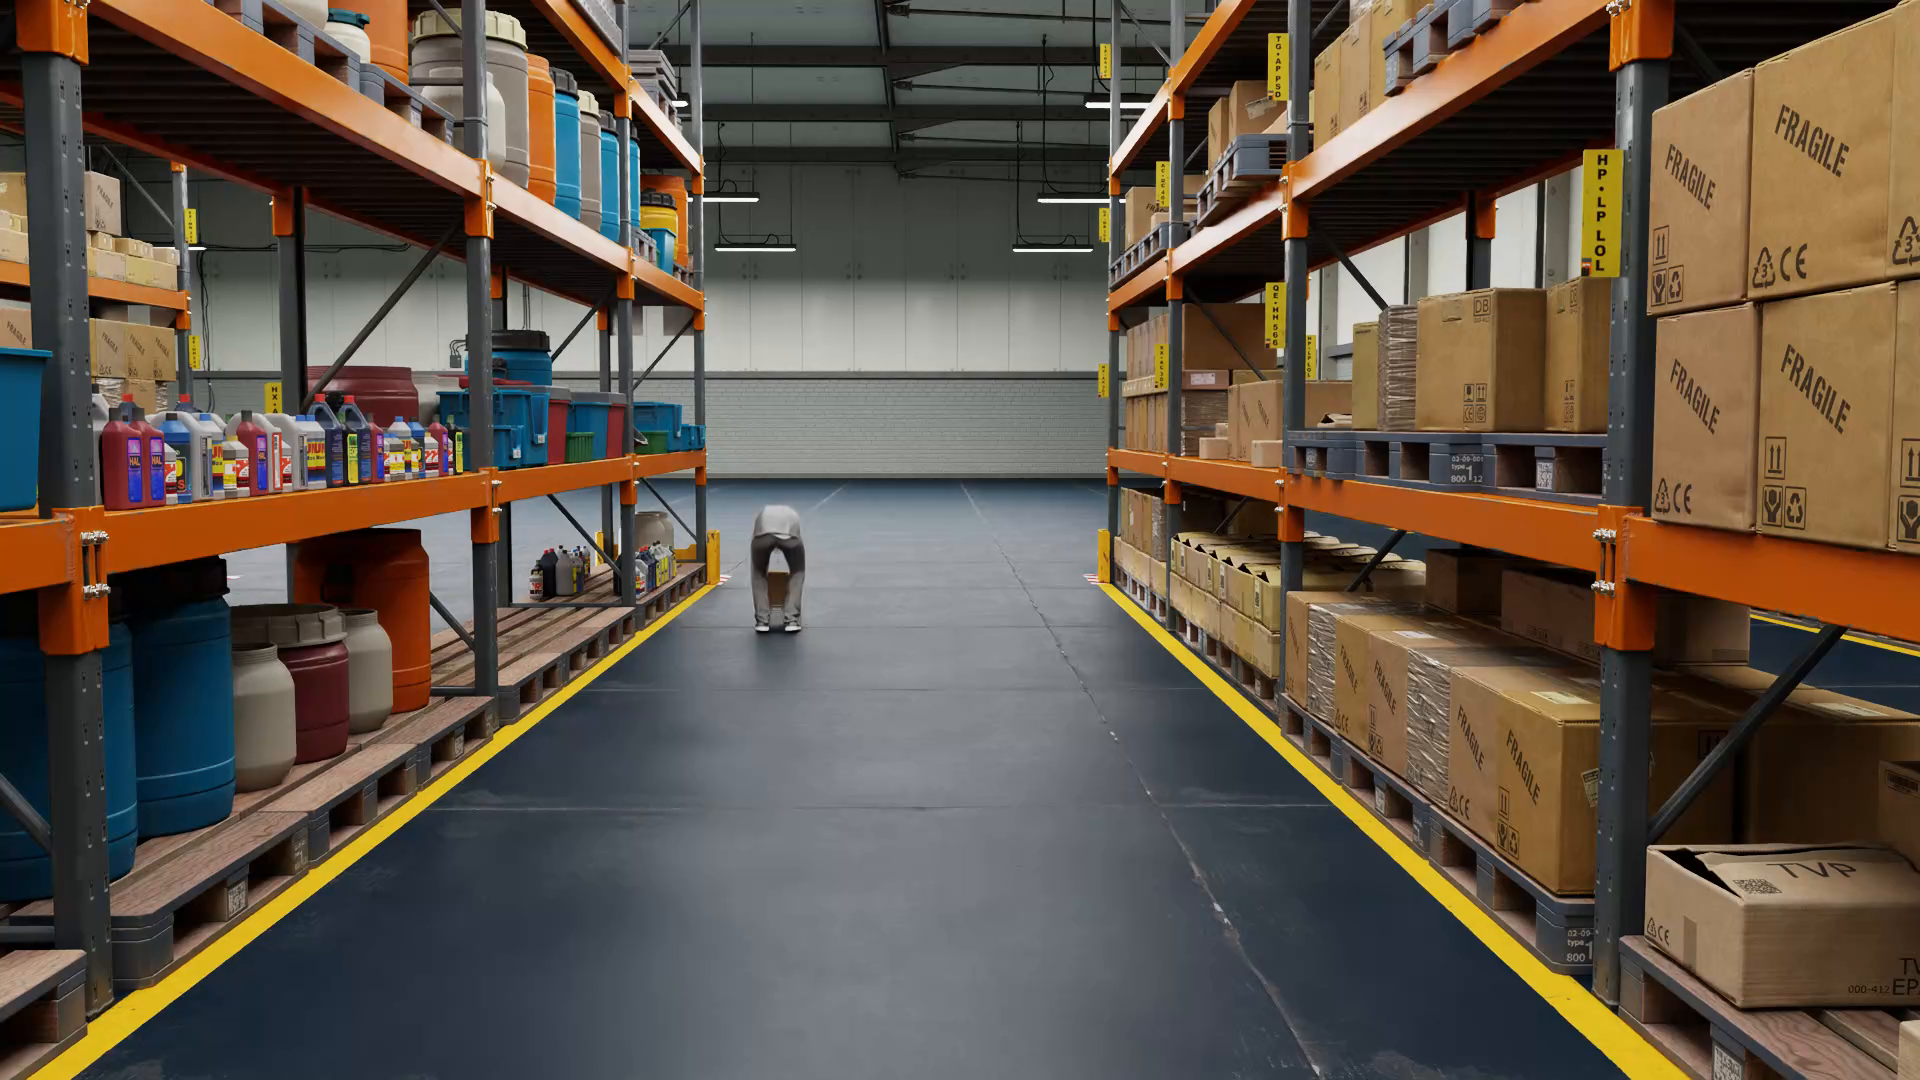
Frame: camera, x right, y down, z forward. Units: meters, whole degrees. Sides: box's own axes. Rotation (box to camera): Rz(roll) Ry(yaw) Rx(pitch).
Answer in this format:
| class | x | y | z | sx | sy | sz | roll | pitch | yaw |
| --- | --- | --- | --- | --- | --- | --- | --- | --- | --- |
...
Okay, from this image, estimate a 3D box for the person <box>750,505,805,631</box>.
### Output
| class | x | y | z | sx | sy | sz | roll | pitch | yaw |
| --- | --- | --- | --- | --- | --- | --- | --- | --- | --- |
| person | -1.373 | 0.200 | 12.563 | 0.412 | 0.947 | 0.866 | 0 | 4 | -4 |
